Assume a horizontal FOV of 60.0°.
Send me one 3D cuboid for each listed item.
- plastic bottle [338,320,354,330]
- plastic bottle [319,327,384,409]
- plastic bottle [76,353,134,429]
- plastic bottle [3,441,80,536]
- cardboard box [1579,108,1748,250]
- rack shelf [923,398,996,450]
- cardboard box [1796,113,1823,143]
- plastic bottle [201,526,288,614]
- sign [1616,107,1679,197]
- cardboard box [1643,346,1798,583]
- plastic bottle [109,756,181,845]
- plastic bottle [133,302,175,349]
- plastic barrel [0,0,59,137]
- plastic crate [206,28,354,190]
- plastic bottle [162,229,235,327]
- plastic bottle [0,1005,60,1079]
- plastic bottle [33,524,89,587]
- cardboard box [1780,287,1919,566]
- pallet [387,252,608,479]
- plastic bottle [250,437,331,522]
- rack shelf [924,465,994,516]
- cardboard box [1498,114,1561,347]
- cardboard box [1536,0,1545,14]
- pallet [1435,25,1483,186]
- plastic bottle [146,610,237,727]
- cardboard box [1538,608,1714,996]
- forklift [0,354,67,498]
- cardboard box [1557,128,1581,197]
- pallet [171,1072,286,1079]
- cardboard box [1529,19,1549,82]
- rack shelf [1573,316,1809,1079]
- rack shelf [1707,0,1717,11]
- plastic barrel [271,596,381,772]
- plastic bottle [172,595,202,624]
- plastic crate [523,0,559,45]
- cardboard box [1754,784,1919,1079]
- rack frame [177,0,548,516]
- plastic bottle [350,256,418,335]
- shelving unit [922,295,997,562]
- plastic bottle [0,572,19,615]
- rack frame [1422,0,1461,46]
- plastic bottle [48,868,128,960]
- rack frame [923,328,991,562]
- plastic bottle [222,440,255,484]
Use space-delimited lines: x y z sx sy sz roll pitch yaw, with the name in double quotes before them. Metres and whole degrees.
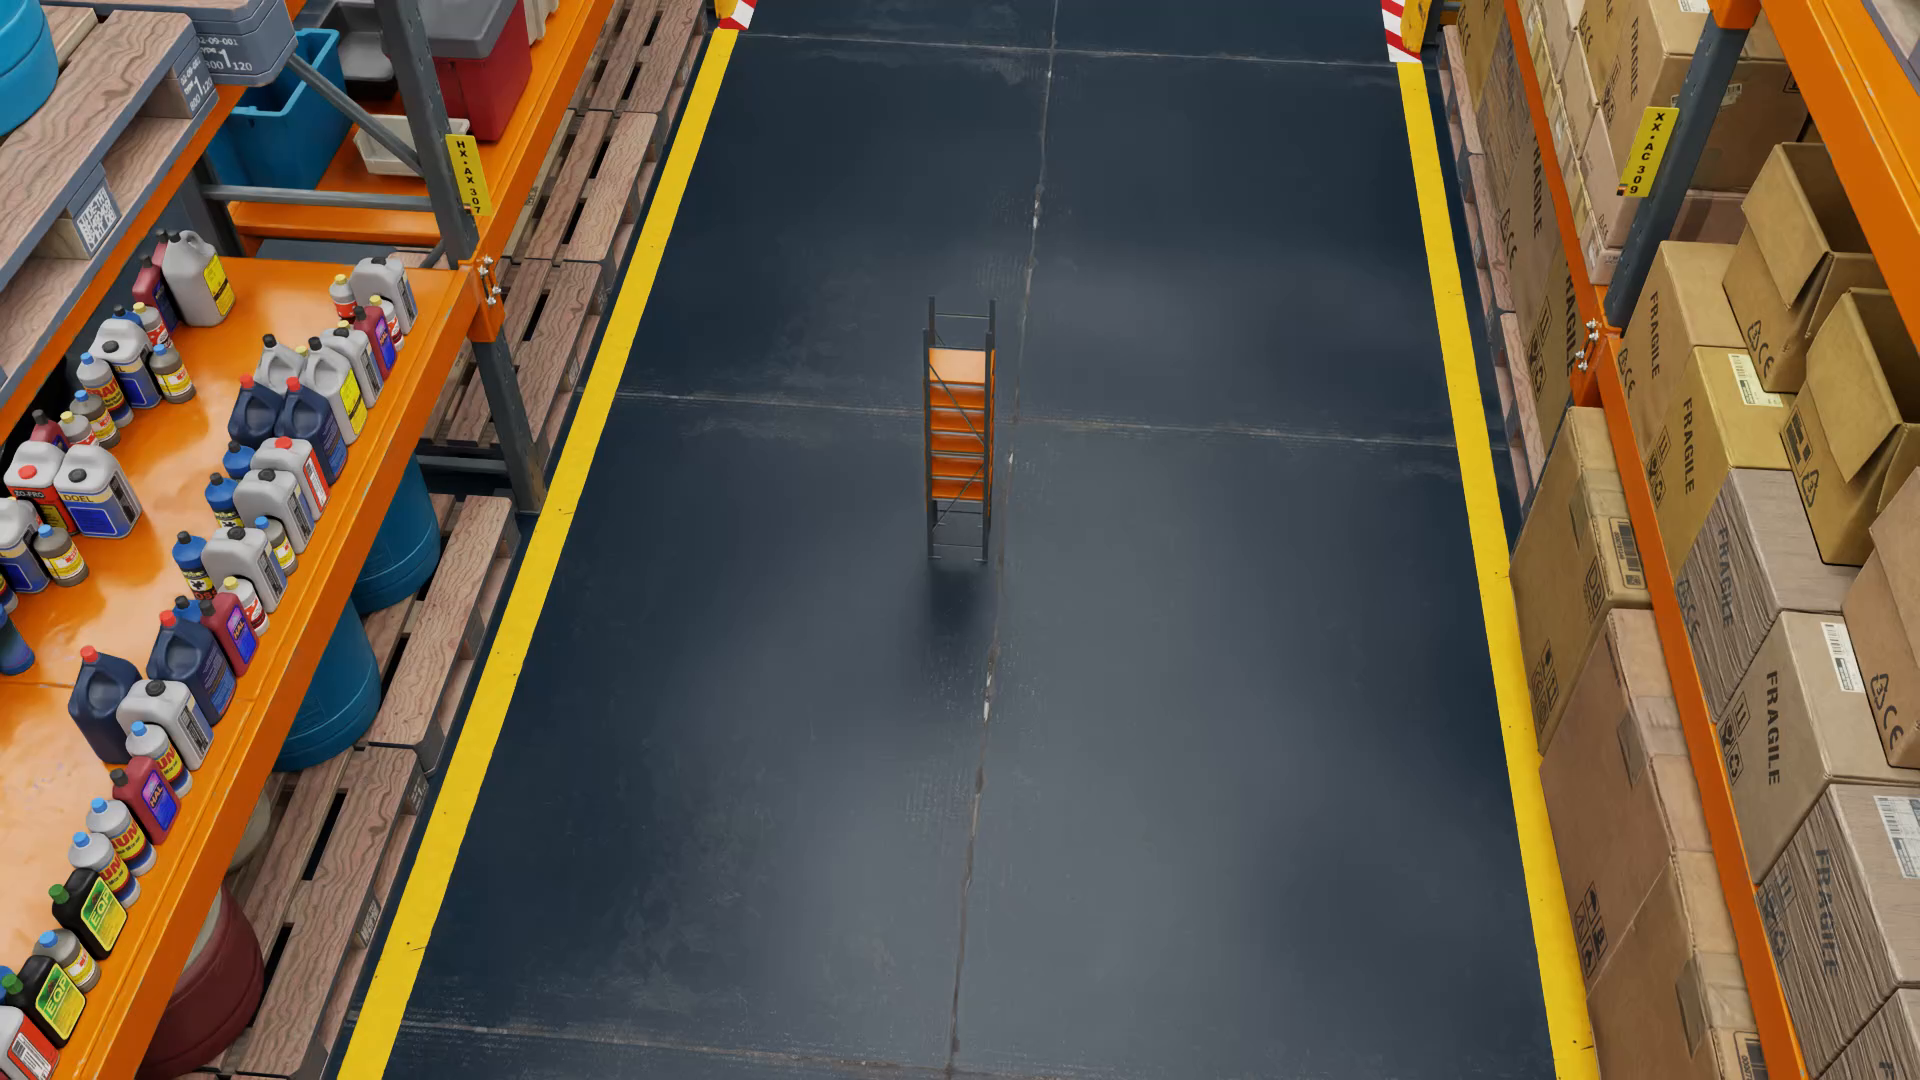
"plastic bottle" -1.996 -0.632 5.456 0.097 0.201 0.097 0 48 0
"plastic bottle" -1.973 -0.570 5.348 0.152 0.276 0.135 4 48 4
"plastic bottle" -2.719 -0.481 5.271 0.097 0.271 0.097 0 48 0
"plastic bottle" -2.732 -0.155 4.969 0.152 0.276 0.135 4 48 4
"cardboard box" 2.485 -1.250 5.787 0.500 0.250 0.500 3 48 3
"rack shelf" -0.001 -0.445 6.268 0.258 0.103 0.180 4 48 4
"cardboard box" 3.005 -1.496 5.503 0.500 0.500 0.500 4 48 4
"plastic bottle" -2.053 0.070 4.763 0.152 0.276 0.135 4 48 4
"sign" 2.153 -1.214 5.213 0.100 0.325 0.005 4 48 4
"cardboard box" 2.370 -0.202 4.860 0.500 0.500 0.500 4 48 4
"plastic bottle" -2.079 0.645 4.232 0.061 0.283 0.133 4 48 4
"plastic bottle" -2.689 -0.700 5.518 0.097 0.201 0.097 0 48 0
"plastic barrel" -2.229 -1.250 3.230 0.600 0.901 0.708 4 48 4
"plastic crate" -2.523 -1.572 6.151 0.392 0.384 0.575 4 48 4
"plastic bottle" -2.585 -0.908 5.607 0.144 0.351 0.185 4 48 4
"plastic bottle" -2.187 1.153 3.772 0.152 0.276 0.135 4 48 4
"plastic bottle" -2.627 0.036 4.845 0.097 0.201 0.097 0 48 0
"cardboard box" 2.582 -0.257 4.231 0.797 0.503 0.637 4 48 4
"pallet" -2.198 -0.793 7.359 1.003 0.211 1.213 4 48 4
"plastic bottle" -2.019 -0.199 5.010 0.152 0.276 0.135 4 48 4
"rack shelf" -0.001 -0.202 6.533 0.258 0.103 0.180 4 48 4
"cardboard box" 2.928 -1.424 7.201 0.875 0.875 0.875 4 48 4
"cardboard box" 2.626 -2.378 6.818 0.500 0.250 0.500 3 48 3
"pallet" 3.076 -2.264 8.704 1.003 0.211 1.213 4 48 4
"plastic bottle" -2.084 0.332 4.473 0.144 0.351 0.185 4 48 4
"cardboard box" 2.587 0.845 5.125 1.225 0.875 0.875 2 48 2
"forklift" -5.398 -1.237 5.921 3.031 2.935 1.130 -7 48 -6
"cardboard box" 2.455 -1.398 6.192 0.380 0.149 0.250 3 48 3
"pallet" -2.560 2.107 4.706 1.003 0.211 1.213 4 48 4
"cardboard box" 2.525 -1.964 6.710 0.380 0.149 0.250 3 48 3
"rack shelf" 2.524 0.854 4.450 1.077 0.370 4.000 4 48 4
"rack shelf" 2.889 -3.098 6.031 1.077 0.370 4.000 4 48 4
"plastic barrel" -2.357 0.294 5.612 0.600 0.901 0.708 4 48 4
"plastic bottle" -2.109 0.253 4.599 0.097 0.271 0.097 0 48 0
"plastic crate" -1.903 -2.282 6.870 0.437 0.282 0.530 4 48 4
"cardboard box" 2.235 0.920 3.834 0.500 0.500 0.500 2 48 2
"rack frame" -2.226 -1.192 5.833 1.000 3.000 0.127 4 48 4
"plastic bottle" -1.940 -0.838 5.594 0.152 0.276 0.135 4 48 4
"shelving unit" -0.001 -0.394 6.323 0.258 1.200 0.189 4 48 4
"plastic bottle" -2.791 0.101 4.738 0.097 0.271 0.097 0 48 0
"rack frame" 3.071 -3.798 8.217 1.000 3.000 0.127 4 48 4
"plastic bottle" -2.108 0.886 4.012 0.061 0.283 0.133 4 48 4
"rack frame" -0.010 -0.327 6.262 0.240 1.200 0.006 4 48 4
"plastic bottle" -2.145 -0.192 5.006 0.097 0.271 0.097 0 48 0
